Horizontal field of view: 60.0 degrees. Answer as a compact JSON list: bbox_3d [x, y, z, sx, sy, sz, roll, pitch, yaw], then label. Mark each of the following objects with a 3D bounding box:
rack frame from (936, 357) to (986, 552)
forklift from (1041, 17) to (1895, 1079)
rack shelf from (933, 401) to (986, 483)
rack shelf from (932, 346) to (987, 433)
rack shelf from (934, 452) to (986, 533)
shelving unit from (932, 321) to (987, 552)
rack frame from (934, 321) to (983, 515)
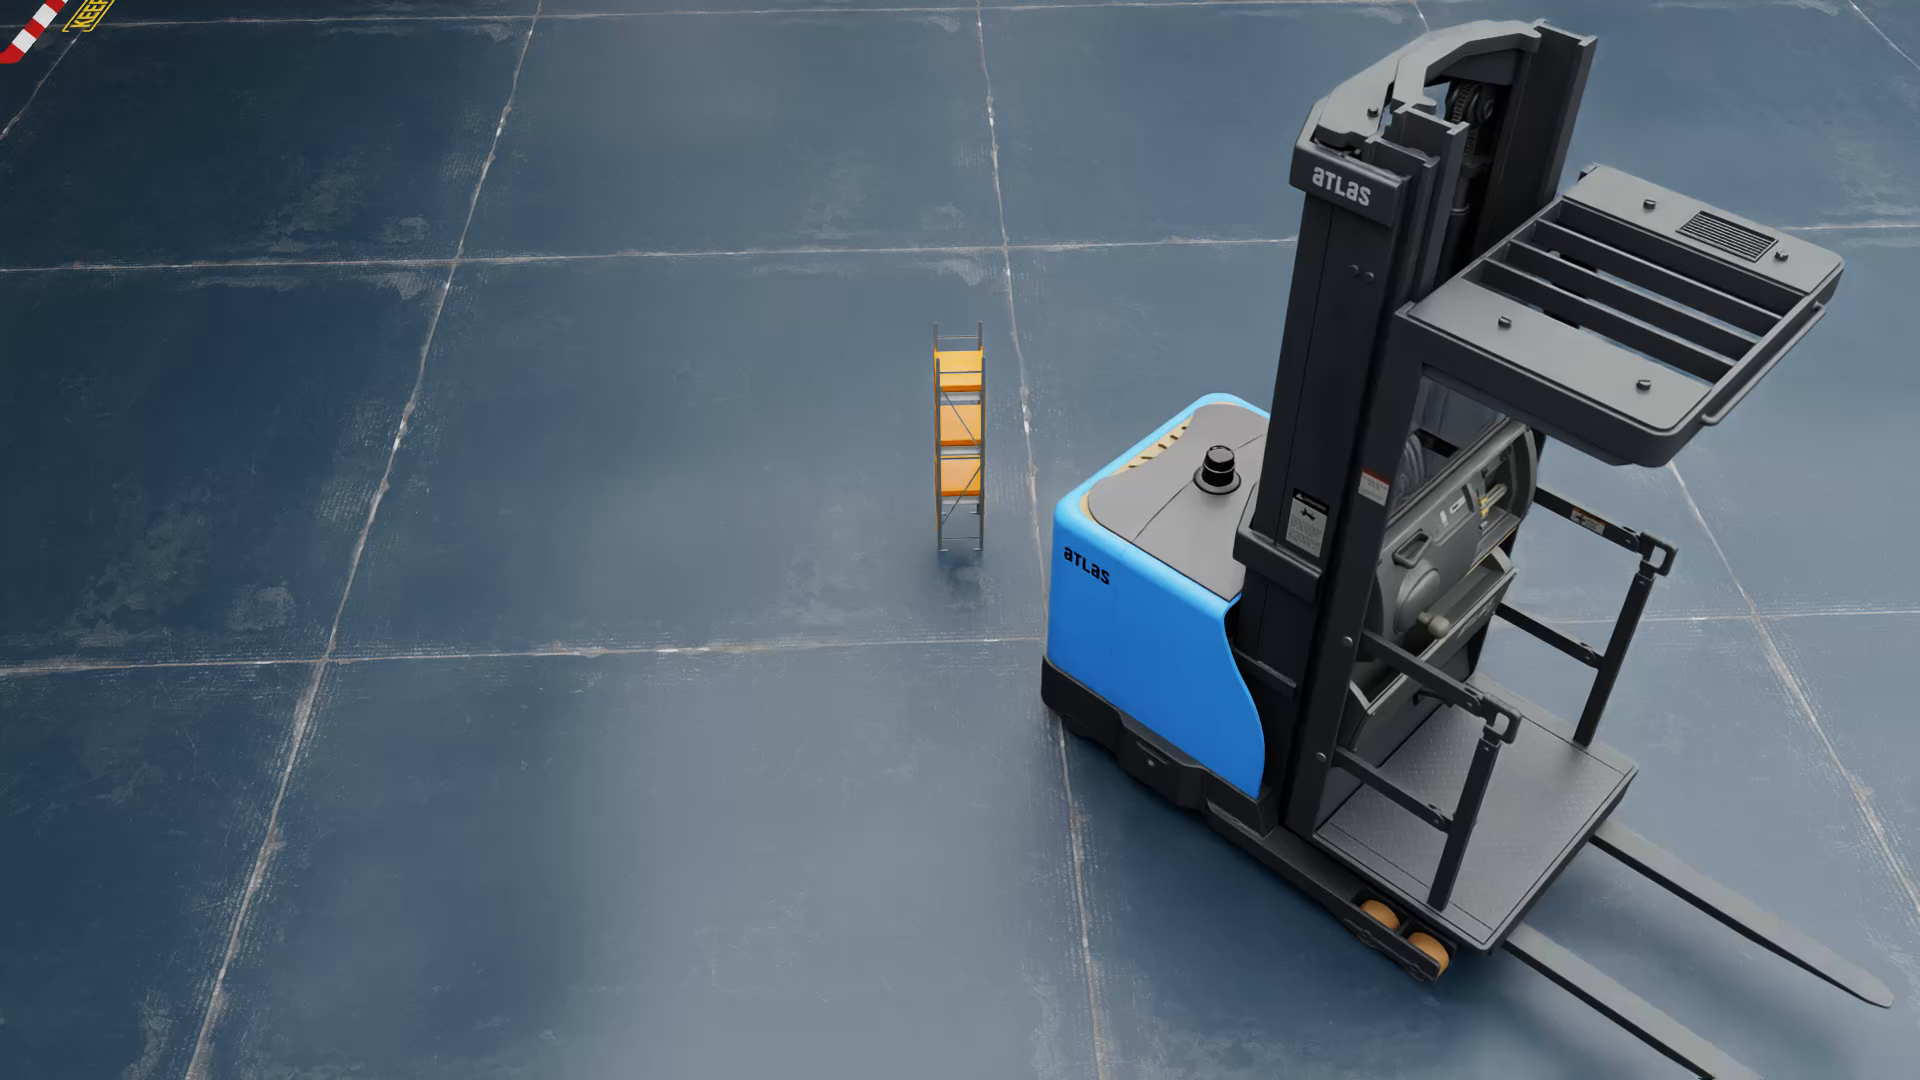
[{"bbox_3d":[0.003,-0.341,6.994,0.200,1.050,0.008,-2,43,-2],"label":"rack frame"},{"bbox_3d":[1.736,0.037,5.191,3.031,2.935,1.130,33,52,31],"label":"forklift"},{"bbox_3d":[-0.002,-0.415,7.092,0.215,0.259,0.240,-2,43,-2],"label":"rack shelf"},{"bbox_3d":[-0.002,-0.625,6.900,0.215,0.259,0.240,-2,43,-2],"label":"rack shelf"},{"bbox_3d":[-0.002,-0.210,7.279,0.215,0.259,0.240,-2,43,-2],"label":"rack shelf"},{"bbox_3d":[-0.002,-0.423,7.084,0.215,1.050,0.252,-2,43,-2],"label":"shelving unit"},{"bbox_3d":[-0.007,-0.506,7.174,0.200,1.050,0.008,-2,43,-2],"label":"rack frame"}]
